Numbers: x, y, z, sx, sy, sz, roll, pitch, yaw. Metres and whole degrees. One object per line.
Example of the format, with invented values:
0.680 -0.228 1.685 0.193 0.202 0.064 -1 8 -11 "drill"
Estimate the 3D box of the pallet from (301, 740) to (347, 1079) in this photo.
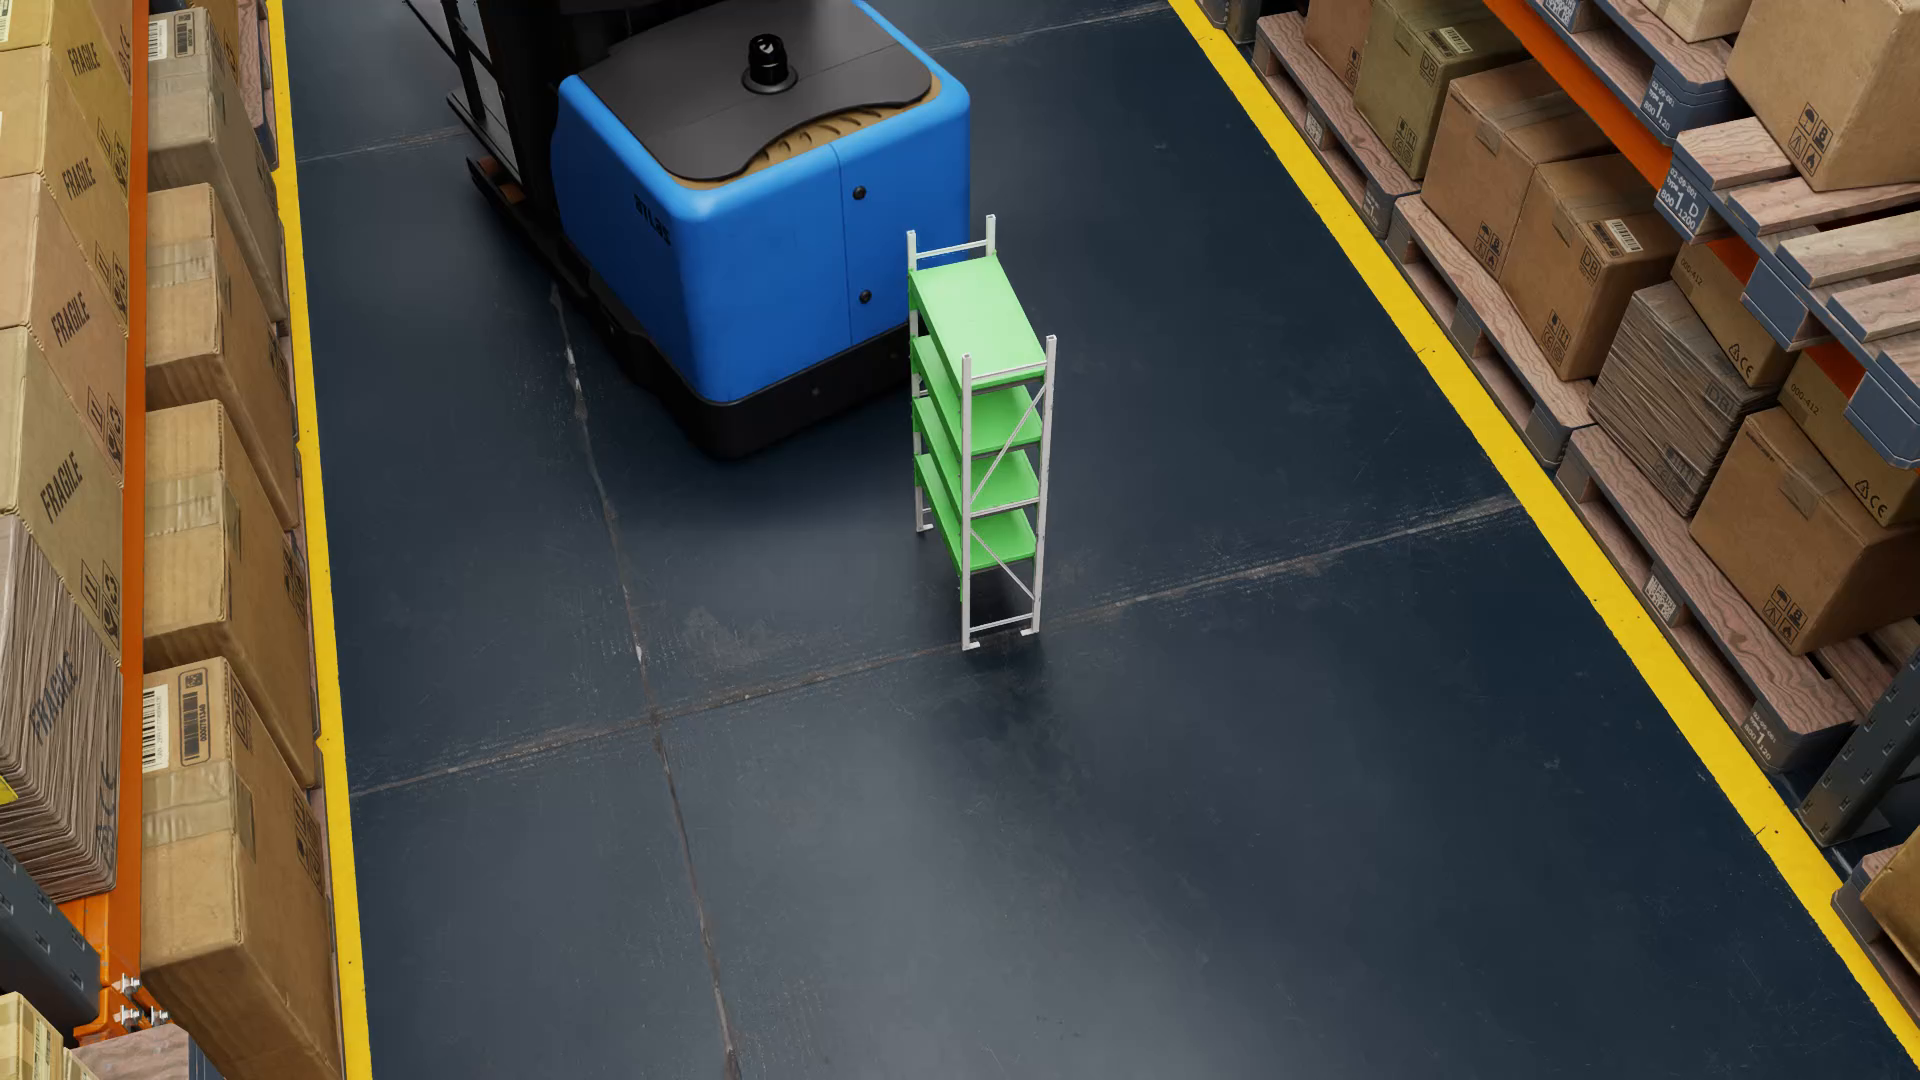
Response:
-2.123 1.074 4.206 1.003 0.211 1.213 -13 51 -11 "pallet"

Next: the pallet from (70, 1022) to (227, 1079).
-1.649 1.327 2.295 1.213 0.211 1.003 -13 51 -11 "pallet"

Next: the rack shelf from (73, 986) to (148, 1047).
-1.370 2.461 1.684 1.077 0.370 4.000 -13 51 -11 "rack shelf"

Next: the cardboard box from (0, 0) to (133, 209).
-2.436 -1.126 4.172 0.500 0.500 0.500 -13 51 -11 "cardboard box"

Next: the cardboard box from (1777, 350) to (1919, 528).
2.579 -0.339 4.431 0.500 0.250 0.500 -11 51 -9 "cardboard box"

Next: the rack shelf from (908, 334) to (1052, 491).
0.049 -0.379 4.555 0.258 0.148 0.480 -13 51 -11 "rack shelf"

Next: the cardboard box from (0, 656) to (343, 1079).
-2.056 0.893 3.732 1.050 0.750 0.750 -14 51 -11 "cardboard box"

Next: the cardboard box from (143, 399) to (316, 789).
-2.318 0.255 4.270 1.050 0.750 0.750 -13 51 -10 "cardboard box"

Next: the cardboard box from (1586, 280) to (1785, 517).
2.413 -0.502 5.059 0.700 0.500 0.500 -17 52 -14 "cardboard box"

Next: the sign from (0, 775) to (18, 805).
-1.446 0.291 2.337 0.100 0.325 0.005 -13 51 -11 "sign"

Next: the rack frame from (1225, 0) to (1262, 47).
1.623 -3.201 5.986 1.000 3.000 0.127 -13 51 -11 "rack frame"

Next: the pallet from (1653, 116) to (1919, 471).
2.494 -0.714 4.015 1.213 0.211 1.003 -13 51 -11 "pallet"

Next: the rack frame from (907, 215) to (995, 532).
-0.023 -0.444 4.840 0.240 1.200 0.015 -13 51 -11 "rack frame"

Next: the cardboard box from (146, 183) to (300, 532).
-2.594 -0.425 4.843 1.050 0.750 0.750 -13 51 -11 "cardboard box"

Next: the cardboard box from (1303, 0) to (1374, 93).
1.784 -2.083 6.392 0.700 0.500 0.500 -17 52 -14 "cardboard box"

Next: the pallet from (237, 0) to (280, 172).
-3.295 -1.827 6.652 1.003 0.211 1.213 -13 51 -11 "pallet"

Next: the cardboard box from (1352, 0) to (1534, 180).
1.907 -1.731 6.094 0.700 0.500 0.500 -14 51 -11 "cardboard box"

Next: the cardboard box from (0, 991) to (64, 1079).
-1.379 0.777 2.134 0.380 0.149 0.250 -15 52 -12 "cardboard box"

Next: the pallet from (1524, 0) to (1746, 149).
2.182 -1.654 4.808 1.003 0.211 1.213 -13 51 -11 "pallet"

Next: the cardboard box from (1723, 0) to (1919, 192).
2.348 -1.217 3.974 0.700 0.500 0.500 -7 50 -6 "cardboard box"

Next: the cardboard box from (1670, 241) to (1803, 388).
2.413 -0.725 4.756 0.500 0.250 0.500 -8 50 -7 "cardboard box"

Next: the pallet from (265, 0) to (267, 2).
-3.659 -2.720 7.405 1.003 0.211 1.213 -13 51 -11 "pallet"

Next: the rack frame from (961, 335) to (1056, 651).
0.121 -0.088 4.539 0.240 1.200 0.015 -13 51 -11 "rack frame"

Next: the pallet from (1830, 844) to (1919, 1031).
2.967 1.213 4.090 1.003 0.211 1.213 -13 51 -11 "pallet"

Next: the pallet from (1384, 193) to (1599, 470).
2.219 -0.841 5.821 1.003 0.211 1.213 -13 51 -11 "pallet"

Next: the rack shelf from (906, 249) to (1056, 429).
0.049 -0.534 4.371 0.258 0.148 0.480 -13 51 -11 "rack shelf"

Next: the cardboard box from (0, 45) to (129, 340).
-2.284 -0.756 3.860 0.500 0.500 0.500 -14 51 -11 "cardboard box"

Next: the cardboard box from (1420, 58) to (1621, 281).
2.073 -1.322 5.750 0.700 0.500 0.500 -17 52 -14 "cardboard box"

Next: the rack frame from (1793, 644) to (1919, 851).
2.806 -0.279 3.523 1.000 3.000 0.127 -13 51 -11 "rack frame"

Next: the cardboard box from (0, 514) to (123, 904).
-1.837 0.347 2.930 0.500 0.500 0.500 -13 51 -11 "cardboard box"

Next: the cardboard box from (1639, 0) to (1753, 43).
2.055 -1.528 4.389 0.396 0.266 0.258 -15 51 -12 "cardboard box"

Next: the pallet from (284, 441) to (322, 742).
-2.480 0.185 4.956 1.003 0.211 1.213 -13 51 -11 "pallet"

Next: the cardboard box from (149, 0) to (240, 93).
-3.264 -2.079 6.155 0.875 0.875 0.875 -13 51 -10 "cardboard box"

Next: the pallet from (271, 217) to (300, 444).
-2.845 -0.708 5.708 1.003 0.211 1.213 -13 51 -11 "pallet"

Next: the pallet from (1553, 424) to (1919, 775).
2.576 0.049 5.071 1.003 0.211 1.213 -13 51 -11 "pallet"

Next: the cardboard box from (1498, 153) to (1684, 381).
2.238 -0.915 5.406 0.700 0.500 0.500 -9 51 -8 "cardboard box"

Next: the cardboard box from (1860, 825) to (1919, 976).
2.990 0.779 3.746 1.225 0.875 0.875 -15 52 -13 "cardboard box"

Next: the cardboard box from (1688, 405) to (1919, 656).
2.589 -0.100 4.720 0.700 0.500 0.500 -16 52 -13 "cardboard box"

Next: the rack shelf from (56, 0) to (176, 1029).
-2.553 -0.460 4.147 1.077 0.370 4.000 -13 51 -11 "rack shelf"

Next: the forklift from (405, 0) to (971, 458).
-1.203 -2.312 5.282 1.130 2.935 3.031 -28 55 -22 "forklift"

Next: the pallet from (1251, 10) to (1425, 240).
1.855 -1.733 6.573 1.003 0.211 1.213 -13 51 -11 "pallet"

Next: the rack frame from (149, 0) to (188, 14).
-3.145 -2.153 5.103 1.000 3.000 0.127 -13 51 -11 "rack frame"

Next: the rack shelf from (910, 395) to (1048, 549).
0.049 -0.225 4.738 0.258 0.148 0.480 -13 51 -11 "rack shelf"

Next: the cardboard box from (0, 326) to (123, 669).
-1.990 -0.023 3.242 0.500 0.500 0.500 -14 51 -11 "cardboard box"

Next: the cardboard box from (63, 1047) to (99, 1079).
-1.381 0.876 2.245 0.380 0.149 0.250 -12 51 -10 "cardboard box"

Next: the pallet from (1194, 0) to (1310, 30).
1.391 -2.784 7.459 1.003 0.211 1.213 -13 51 -11 "pallet"

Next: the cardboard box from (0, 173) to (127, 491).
-2.139 -0.392 3.553 0.500 0.500 0.500 -13 51 -11 "cardboard box"

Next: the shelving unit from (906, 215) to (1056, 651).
0.049 -0.266 4.689 0.258 1.200 0.503 -13 51 -11 "shelving unit"

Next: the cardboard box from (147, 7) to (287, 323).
-2.875 -1.130 5.438 1.050 0.750 0.750 -14 51 -11 "cardboard box"

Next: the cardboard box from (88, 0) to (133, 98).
-2.586 -1.495 4.483 0.500 0.500 0.500 -14 51 -11 "cardboard box"

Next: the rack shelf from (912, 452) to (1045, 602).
0.049 -0.070 4.922 0.258 0.148 0.480 -13 51 -11 "rack shelf"
